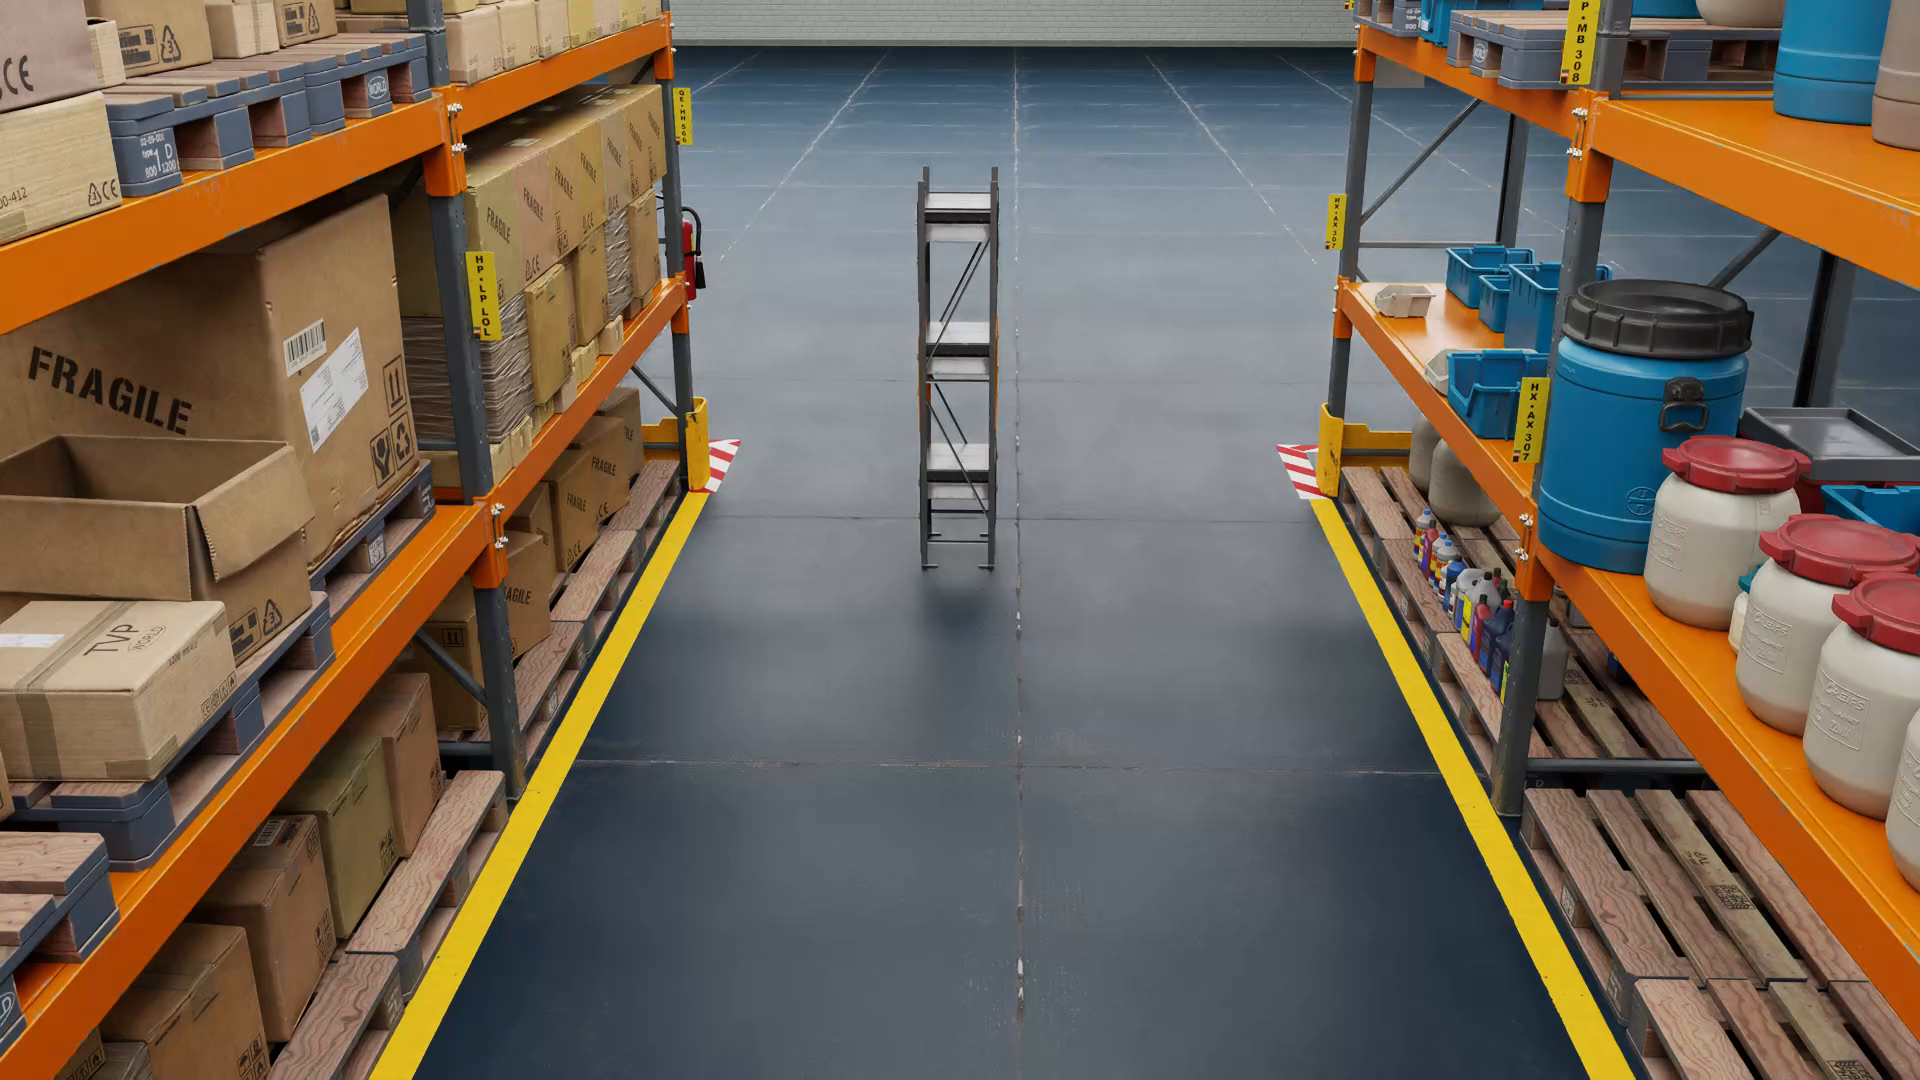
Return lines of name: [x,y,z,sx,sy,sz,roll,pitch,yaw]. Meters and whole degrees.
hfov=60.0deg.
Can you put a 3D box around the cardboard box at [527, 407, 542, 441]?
cardboard box: [-1.987,-0.494,7.003,0.380,0.149,0.250,1,21,2]

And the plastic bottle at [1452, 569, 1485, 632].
plastic bottle: [2.412,0.283,7.811,0.152,0.276,0.135,1,21,3]

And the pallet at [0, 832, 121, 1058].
pallet: [-2.501,0.921,3.273,1.213,0.211,1.003,1,21,2]

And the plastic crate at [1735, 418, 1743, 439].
plastic crate: [2.799,-0.460,6.654,0.767,0.338,0.504,1,21,2]

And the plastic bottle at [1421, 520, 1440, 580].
plastic bottle: [2.386,0.048,8.407,0.061,0.283,0.133,1,21,3]

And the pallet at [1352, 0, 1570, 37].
pallet: [2.654,-2.760,8.609,1.003,0.211,1.213,1,21,2]

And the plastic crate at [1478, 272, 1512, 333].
plastic crate: [3.036,-1.259,8.833,0.499,0.251,0.408,1,21,2]

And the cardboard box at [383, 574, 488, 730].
cardboard box: [-2.243,0.470,7.047,0.500,0.500,0.500,0,21,0]

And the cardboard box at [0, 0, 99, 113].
cardboard box: [-2.118,-1.120,3.293,0.500,0.500,0.500,0,21,0]

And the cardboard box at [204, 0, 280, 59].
cardboard box: [-2.224,-1.546,4.826,0.396,0.266,0.258,1,21,4]

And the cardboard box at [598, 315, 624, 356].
cardboard box: [-1.916,-1.036,8.400,0.380,0.149,0.250,1,21,2]

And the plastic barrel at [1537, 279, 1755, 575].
plastic barrel: [2.341,-0.399,5.717,0.600,0.901,0.708,1,21,2]

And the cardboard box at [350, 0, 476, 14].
cardboard box: [-1.977,-1.984,6.006,0.380,0.149,0.250,0,21,0]

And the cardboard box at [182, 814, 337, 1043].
cardboard box: [-2.385,1.201,5.135,0.700,0.500,0.500,-1,21,-3]

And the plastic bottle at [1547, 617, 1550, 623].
plastic bottle: [2.542,0.451,7.378,0.152,0.276,0.135,1,21,2]

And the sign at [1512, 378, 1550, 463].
sign: [2.106,-0.440,6.134,0.100,0.325,0.005,1,21,2]

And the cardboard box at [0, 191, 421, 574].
cardboard box: [-2.459,-0.545,5.378,1.000,1.000,1.000,1,21,2]

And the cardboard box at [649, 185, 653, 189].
cardboard box: [-2.217,-1.789,9.443,0.875,0.500,0.500,1,21,2]

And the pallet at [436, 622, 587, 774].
pallet: [-2.310,0.701,7.430,1.003,0.211,1.213,1,21,2]

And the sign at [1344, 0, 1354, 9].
sign: [2.228,-3.158,9.361,0.100,0.325,0.005,1,21,2]

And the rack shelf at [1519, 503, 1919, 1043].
rack shelf: [2.595,0.757,4.425,1.077,0.370,4.000,1,21,2]

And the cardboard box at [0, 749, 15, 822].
cardboard box: [-2.523,0.450,3.505,0.700,0.500,0.500,4,22,10]

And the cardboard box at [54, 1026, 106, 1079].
cardboard box: [-2.420,1.267,3.928,0.500,0.250,0.500,3,21,8]

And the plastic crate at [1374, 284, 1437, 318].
plastic crate: [2.429,-1.305,9.109,0.298,0.136,0.250,1,21,2]

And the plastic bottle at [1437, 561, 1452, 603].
plastic bottle: [2.394,0.200,8.127,0.097,0.201,0.097,0,21,0]

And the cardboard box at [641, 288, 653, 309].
cardboard box: [-1.940,-1.398,9.333,0.380,0.149,0.250,1,21,2]

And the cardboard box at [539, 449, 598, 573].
cardboard box: [-2.231,-0.164,8.680,0.500,0.500,0.500,3,21,7]

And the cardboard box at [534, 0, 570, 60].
cardboard box: [-1.988,-2.215,7.152,0.500,0.250,0.500,0,21,-1]

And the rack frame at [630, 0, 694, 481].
rack frame: [-2.173,-1.802,10.026,1.000,3.000,0.127,1,21,2]

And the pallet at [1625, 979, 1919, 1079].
pallet: [2.636,1.725,4.790,1.003,0.211,1.213,1,21,2]

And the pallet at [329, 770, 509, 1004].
pallet: [-2.317,1.226,6.078,1.003,0.211,1.213,1,21,2]

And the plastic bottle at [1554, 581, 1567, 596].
plastic bottle: [2.995,0.167,8.212,0.097,0.201,0.097,0,21,0]

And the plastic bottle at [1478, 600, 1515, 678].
plastic bottle: [2.393,0.423,7.345,0.144,0.351,0.185,0,21,-1]

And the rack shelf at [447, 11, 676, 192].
rack shelf: [-2.234,-2.142,7.750,1.077,0.370,4.000,1,21,2]

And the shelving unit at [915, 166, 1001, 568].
shelving unit: [-0.005,-0.919,8.995,0.431,2.100,0.503,1,21,2]

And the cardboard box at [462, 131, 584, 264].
cardboard box: [-1.998,-1.529,7.390,0.500,0.500,0.500,1,21,2]

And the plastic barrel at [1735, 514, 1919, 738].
plastic barrel: [2.385,0.244,4.565,0.433,0.535,0.433,0,21,0]

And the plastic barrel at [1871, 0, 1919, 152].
plastic barrel: [2.837,-1.511,4.436,0.600,0.901,0.600,0,21,0]

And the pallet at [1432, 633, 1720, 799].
pallet: [2.718,0.756,7.288,1.003,0.211,1.213,1,21,2]

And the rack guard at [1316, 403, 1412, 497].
rack guard: [2.822,-0.554,10.266,1.175,0.500,0.348,1,21,2]

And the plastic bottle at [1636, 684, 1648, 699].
plastic bottle: [2.980,0.531,7.159,0.061,0.283,0.133,1,21,2]

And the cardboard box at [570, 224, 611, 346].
cardboard box: [-2.198,-1.246,8.043,0.875,0.500,0.500,1,21,2]

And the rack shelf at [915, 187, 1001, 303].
rack shelf: [-0.005,-1.559,8.747,0.431,0.518,0.480,1,21,2]

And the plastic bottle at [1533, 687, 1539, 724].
plastic bottle: [2.355,0.664,6.932,0.097,0.201,0.097,0,21,0]

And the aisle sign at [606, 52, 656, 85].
aisle sign: [-1.872,-3.033,9.605,0.394,0.787,0.004,1,21,2]

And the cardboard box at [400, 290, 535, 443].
cardboard box: [-2.219,-0.703,6.645,0.875,0.500,0.500,1,21,2]

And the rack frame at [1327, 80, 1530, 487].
rack frame: [2.777,-1.748,9.886,1.000,3.000,0.127,1,21,2]

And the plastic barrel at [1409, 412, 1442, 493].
plastic barrel: [2.834,-0.545,9.645,0.421,0.512,0.421,0,21,0]

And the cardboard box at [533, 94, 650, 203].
cardboard box: [-1.952,-2.071,8.788,0.500,0.500,0.500,1,21,2]

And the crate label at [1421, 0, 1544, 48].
crate label: [2.390,-2.403,7.635,0.502,0.251,0.408,1,21,2]

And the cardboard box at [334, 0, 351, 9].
cardboard box: [-2.475,-2.086,6.269,0.380,0.149,0.250,1,21,2]

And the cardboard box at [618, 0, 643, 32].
cardboard box: [-1.946,-2.773,8.589,0.500,0.250,0.500,1,21,2]

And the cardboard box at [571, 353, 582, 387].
cardboard box: [-1.974,-0.765,7.702,0.380,0.149,0.250,1,21,2]
